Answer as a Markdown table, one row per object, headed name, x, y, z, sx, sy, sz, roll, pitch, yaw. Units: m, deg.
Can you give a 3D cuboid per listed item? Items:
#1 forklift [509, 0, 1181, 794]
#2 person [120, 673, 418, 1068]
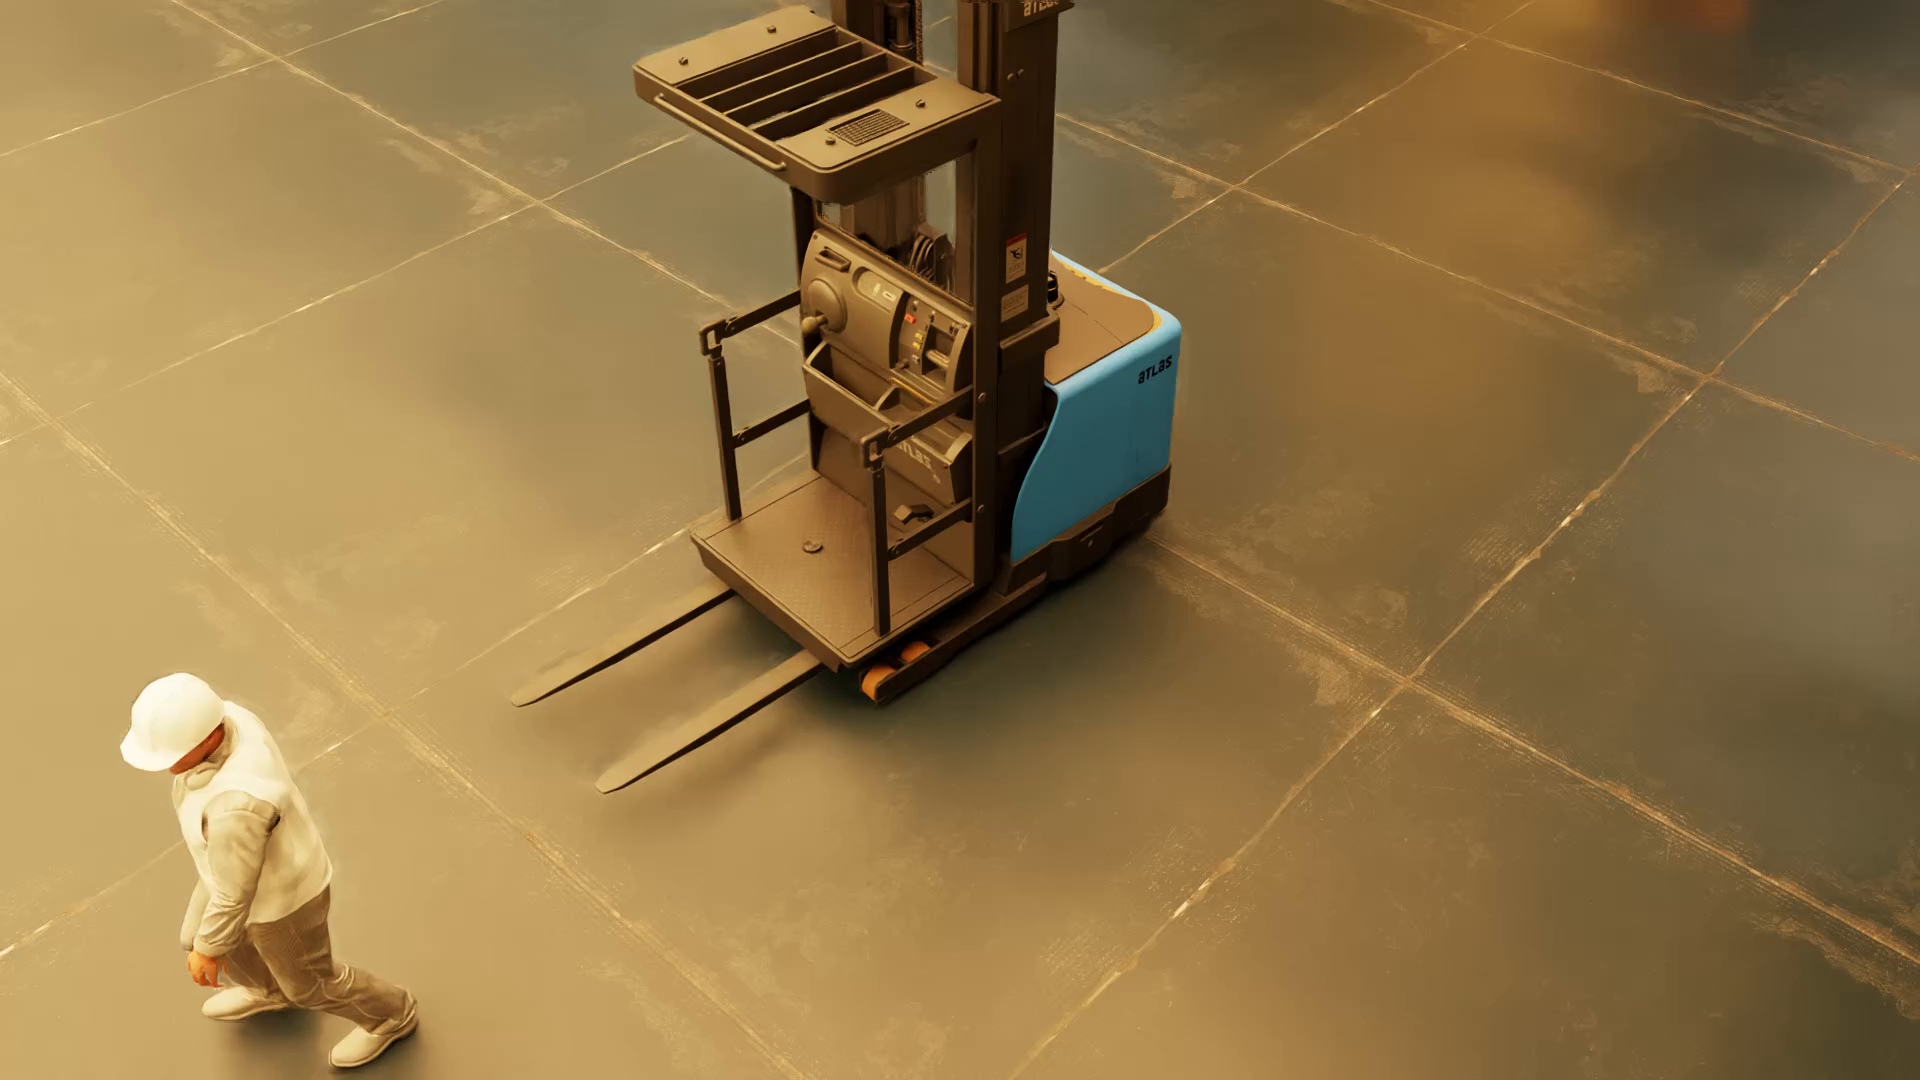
| name | x | y | z | sx | sy | sz | roll | pitch | yaw |
| --- | --- | --- | --- | --- | --- | --- | --- | --- | --- |
| forklift | -0.454 | -0.822 | 6.386 | 3.031 | 2.935 | 1.130 | -31 | 49 | -31 |
| person | -2.199 | 1.030 | 5.153 | 0.634 | 1.731 | 0.656 | -22 | 45 | -24 |
